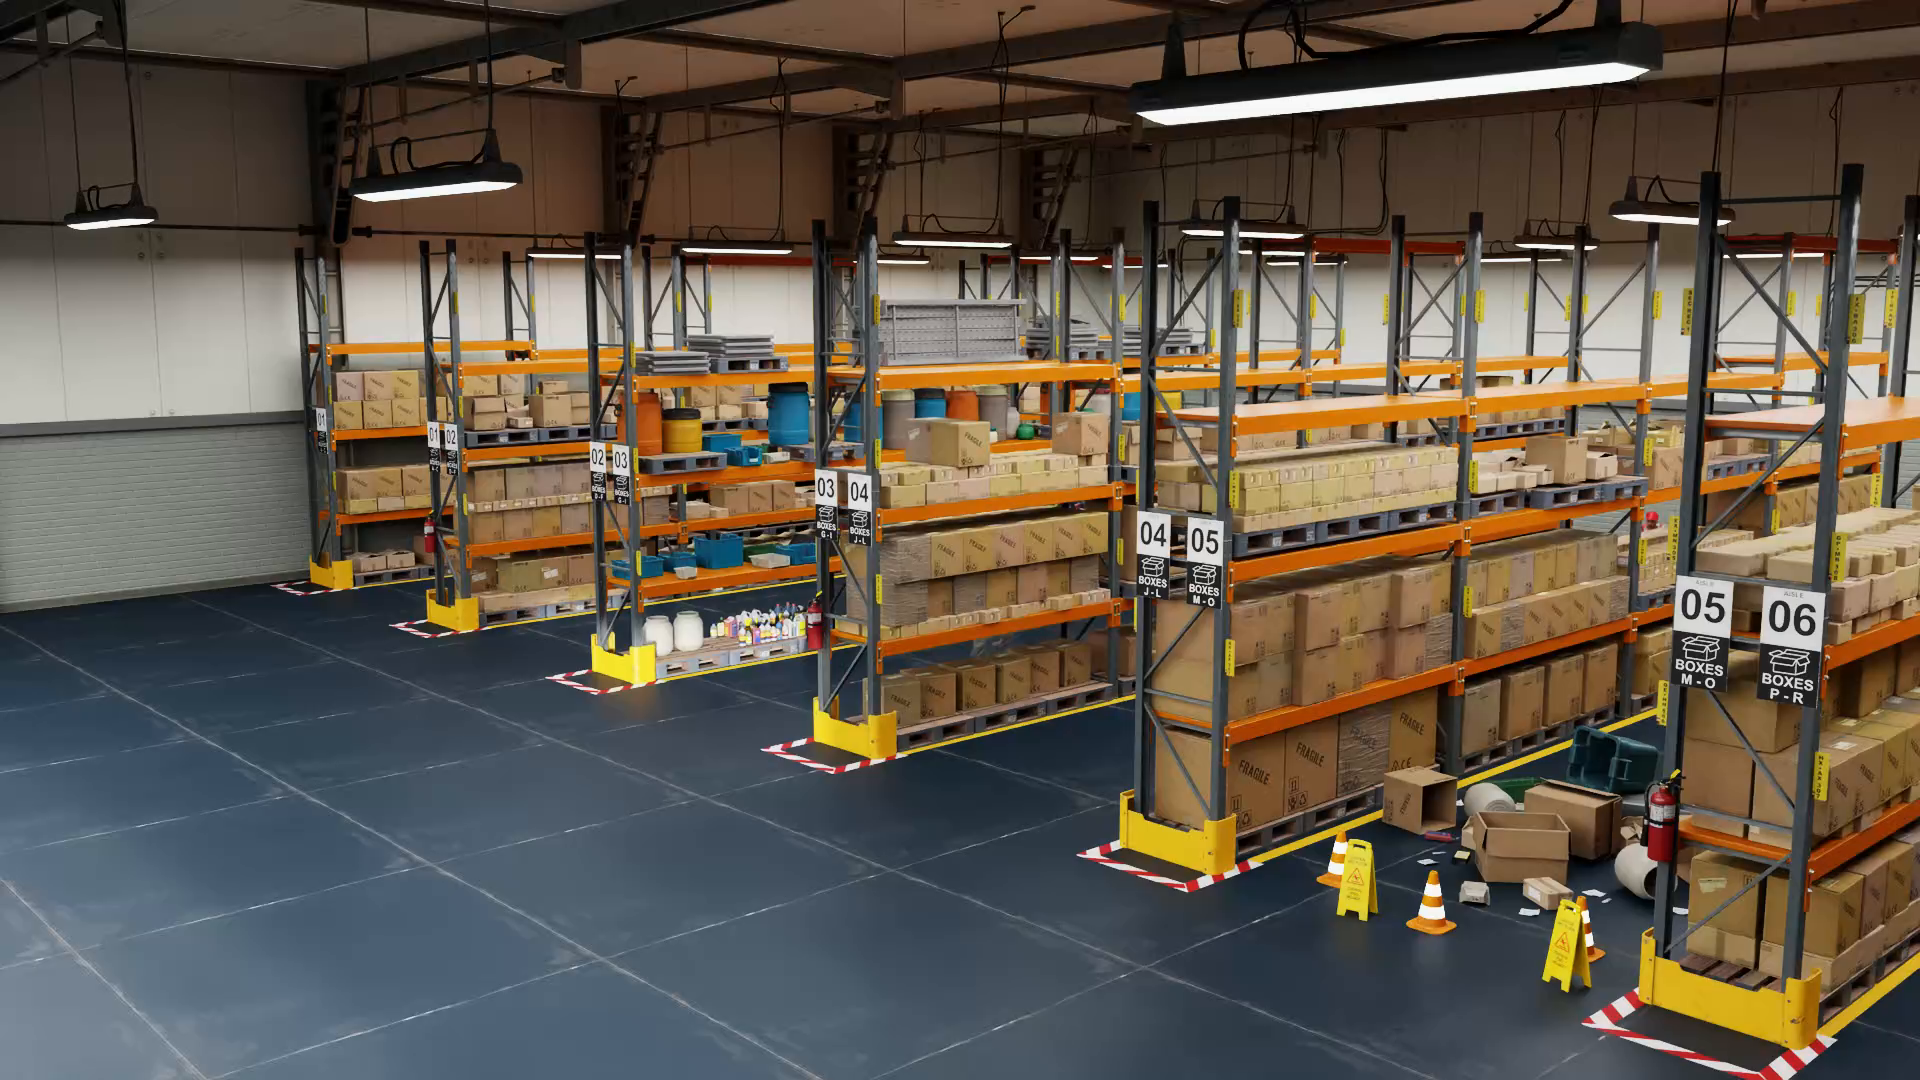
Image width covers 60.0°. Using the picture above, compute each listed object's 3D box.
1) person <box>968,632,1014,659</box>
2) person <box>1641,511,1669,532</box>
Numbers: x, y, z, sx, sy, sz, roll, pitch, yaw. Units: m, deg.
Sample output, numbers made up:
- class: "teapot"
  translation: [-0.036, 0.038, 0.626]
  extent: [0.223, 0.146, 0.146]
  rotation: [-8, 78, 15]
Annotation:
- class: "person"
  translation: [0.400, 0.779, 22.807]
  extent: [0.965, 1.781, 0.705]
  rotation: [-7, 11, -38]
- class: "person"
  translation: [11.426, 0.345, 27.312]
  extent: [0.698, 1.727, 1.061]
  rotation: [6, 10, 33]
